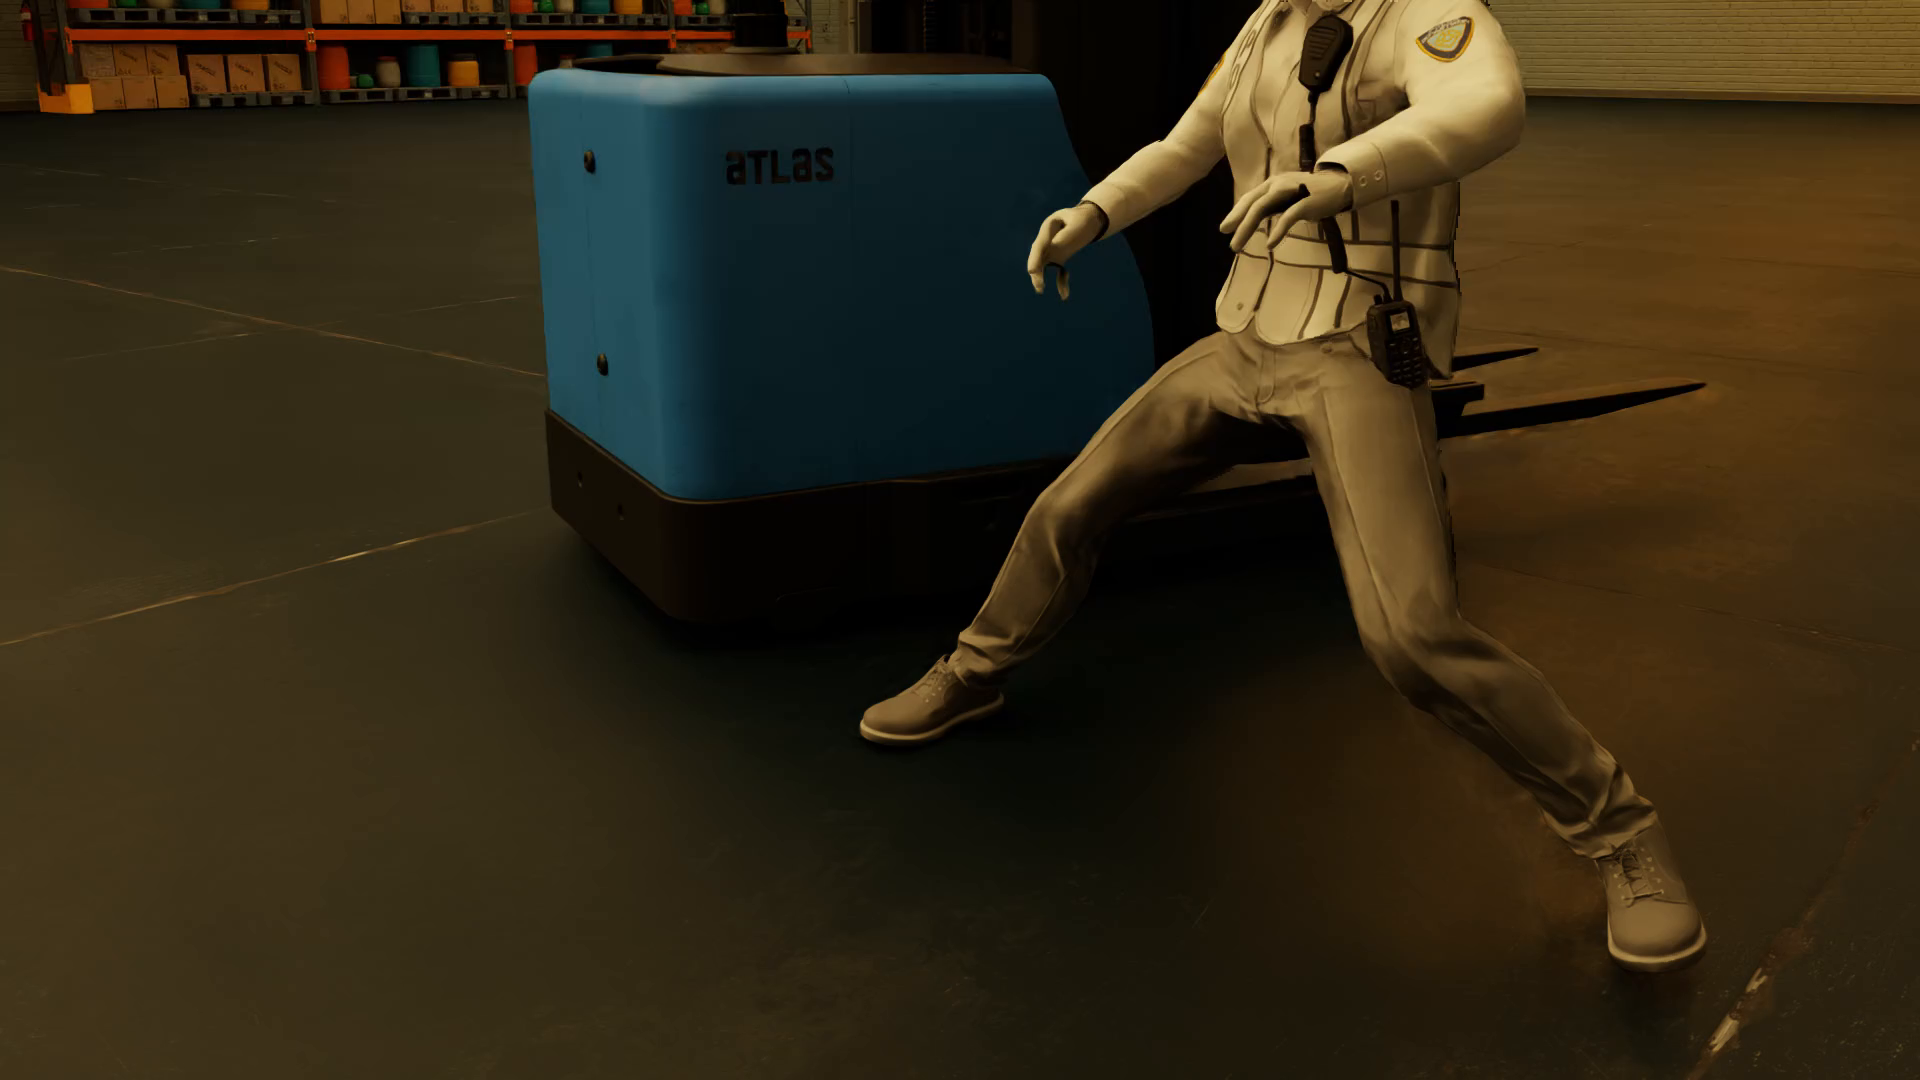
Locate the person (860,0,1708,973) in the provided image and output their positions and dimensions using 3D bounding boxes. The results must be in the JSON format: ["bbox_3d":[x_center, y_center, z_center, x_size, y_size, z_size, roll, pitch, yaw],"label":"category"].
[{"bbox_3d":[0.407,-0.267,2.281,0.790,1.471,1.229,-7,18,-23],"label":"person"}]

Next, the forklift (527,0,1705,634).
[{"bbox_3d":[0.573,-1.503,3.847,3.031,2.935,1.130,-9,19,-27],"label":"forklift"}]
